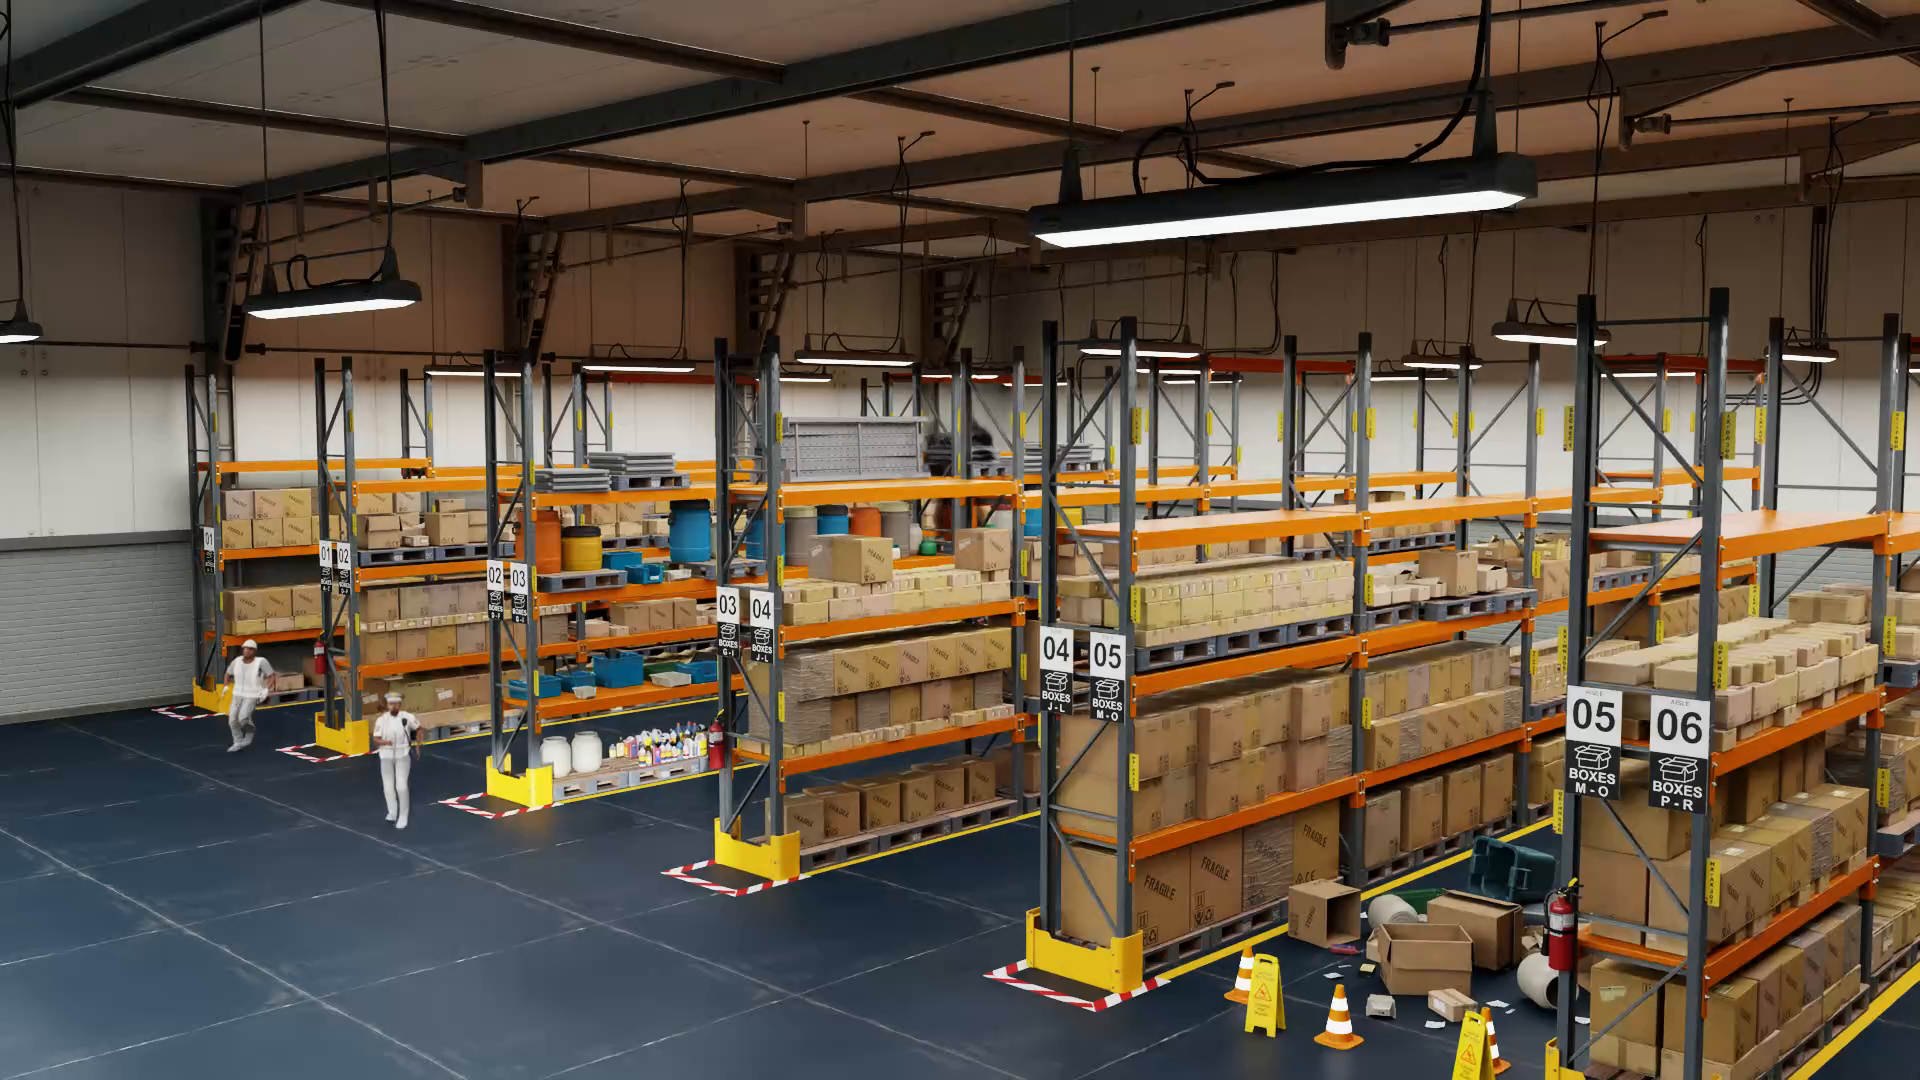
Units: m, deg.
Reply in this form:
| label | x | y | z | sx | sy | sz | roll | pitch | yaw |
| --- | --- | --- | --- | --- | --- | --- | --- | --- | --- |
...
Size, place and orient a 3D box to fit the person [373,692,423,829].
| label | x | y | z | sx | sy | sz | roll | pitch | yaw |
| --- | --- | --- | --- | --- | --- | --- | --- | --- | --- |
| person | -7.021 | 2.719 | 20.762 | 0.555 | 1.667 | 0.725 | -1 | 4 | -9 |

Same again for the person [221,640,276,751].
| label | x | y | z | sx | sy | sz | roll | pitch | yaw |
| --- | --- | --- | --- | --- | --- | --- | --- | --- | --- |
| person | -10.854 | 2.374 | 25.285 | 0.744 | 1.708 | 0.529 | 0 | 4 | 5 |
